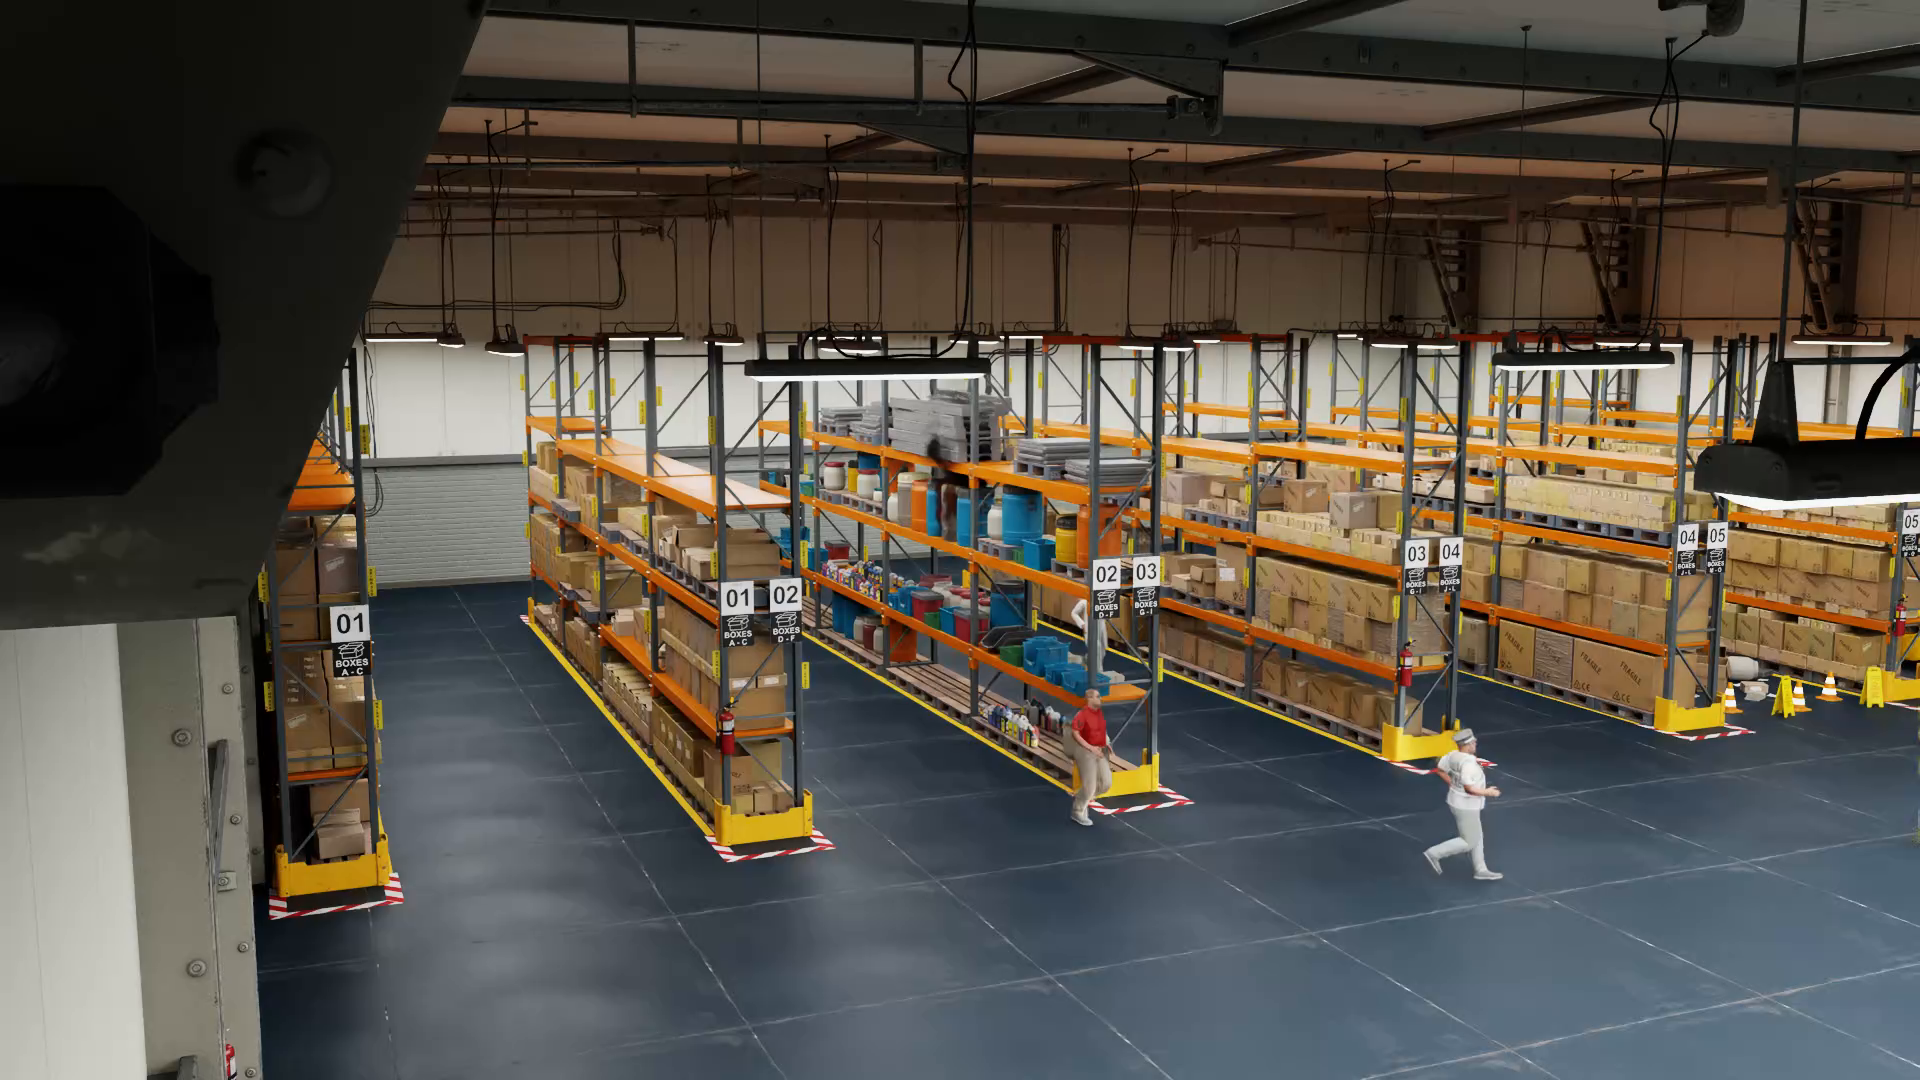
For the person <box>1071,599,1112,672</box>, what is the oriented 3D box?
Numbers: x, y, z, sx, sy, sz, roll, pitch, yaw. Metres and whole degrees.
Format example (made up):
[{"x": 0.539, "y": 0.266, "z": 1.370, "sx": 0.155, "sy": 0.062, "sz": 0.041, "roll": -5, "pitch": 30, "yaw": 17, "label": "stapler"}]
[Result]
[{"x": 2.293, "y": 1.587, "z": 28.877, "sx": 0.719, "sy": 1.682, "sz": 0.873, "roll": -5, "pitch": 9, "yaw": -31, "label": "person"}]

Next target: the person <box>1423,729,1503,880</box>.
[{"x": 5.695, "y": 2.975, "z": 18.667, "sx": 0.875, "sy": 1.754, "sz": 0.665, "roll": 0, "pitch": 8, "yaw": -2, "label": "person"}]

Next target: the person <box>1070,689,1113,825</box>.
[{"x": 1.705, "y": 2.724, "z": 20.995, "sx": 0.493, "sy": 1.680, "sz": 0.735, "roll": 6, "pitch": 9, "yaw": 37, "label": "person"}]
